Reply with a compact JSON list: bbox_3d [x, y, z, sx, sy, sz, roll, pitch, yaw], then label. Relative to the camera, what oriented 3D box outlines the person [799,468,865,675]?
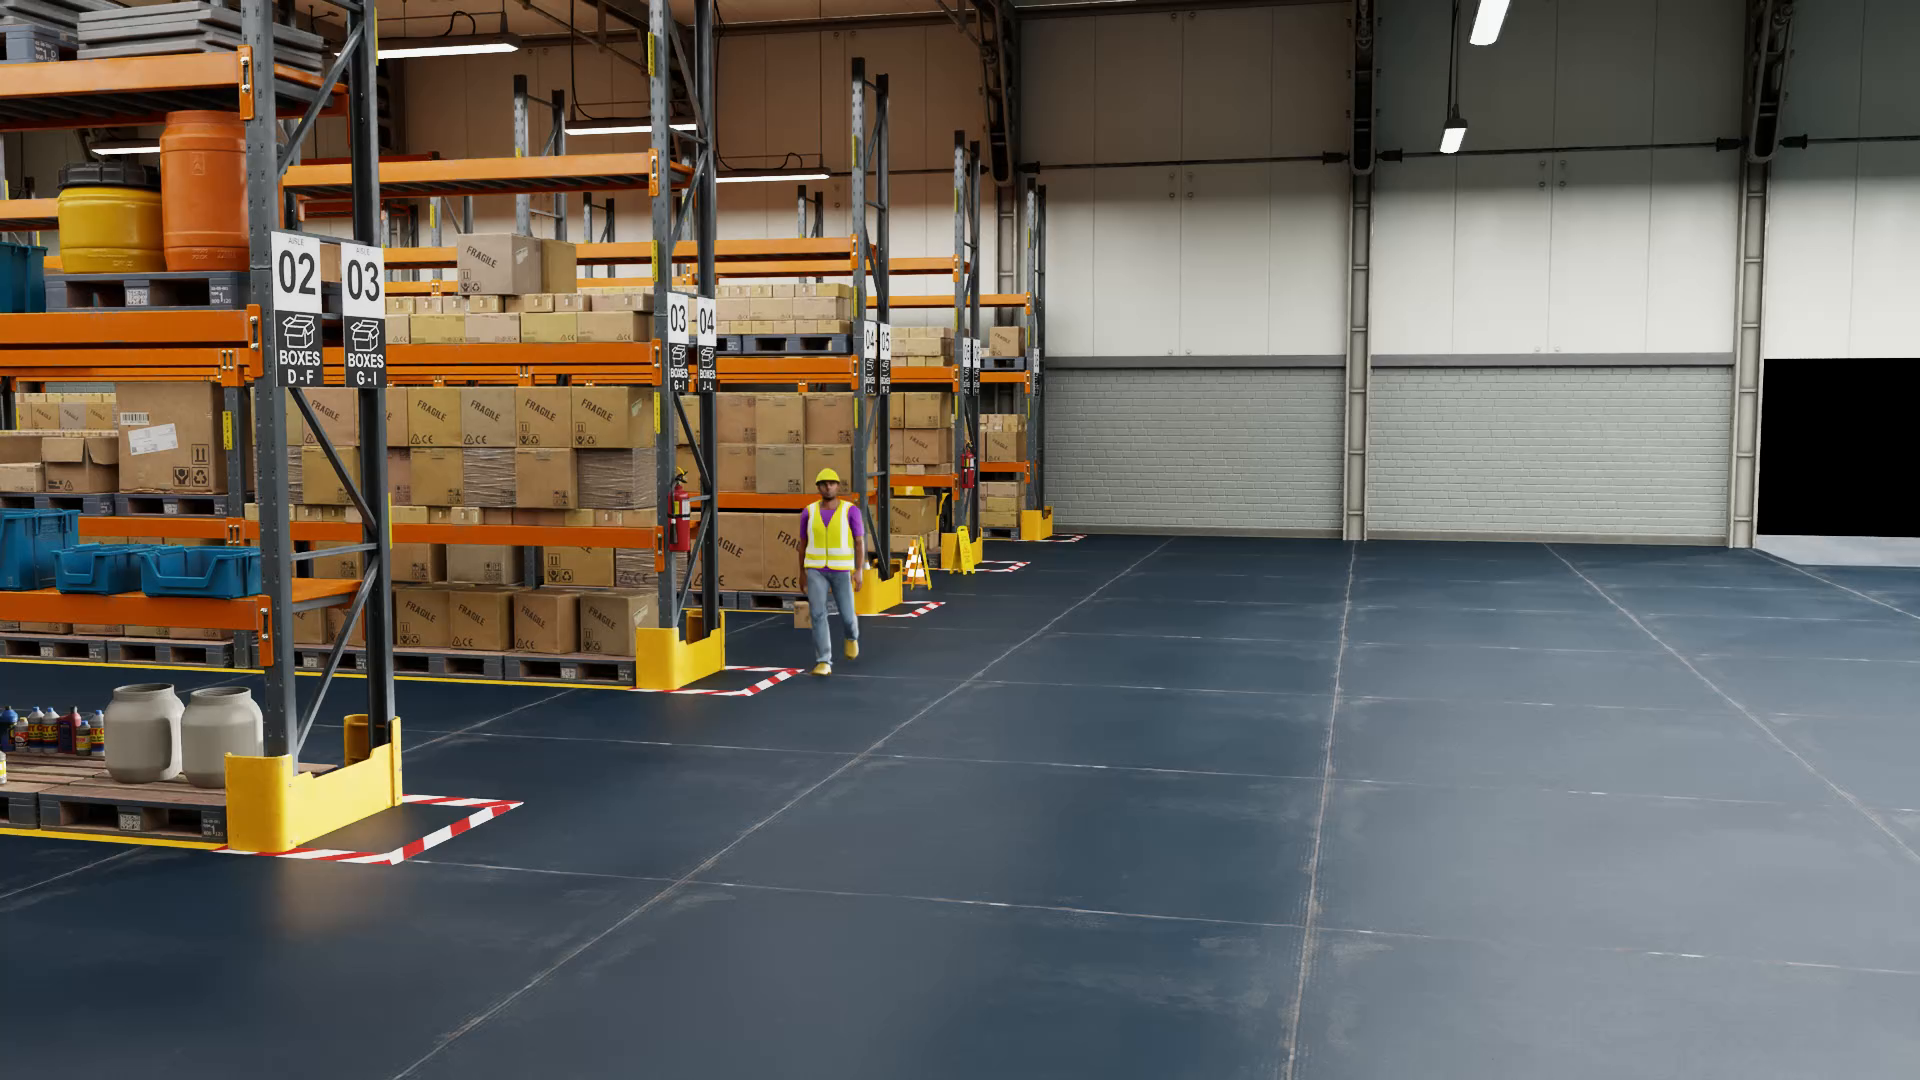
[{"bbox_3d":[-1.099,0.259,14.210,0.582,1.742,0.797,0,5,4],"label":"person"}]
